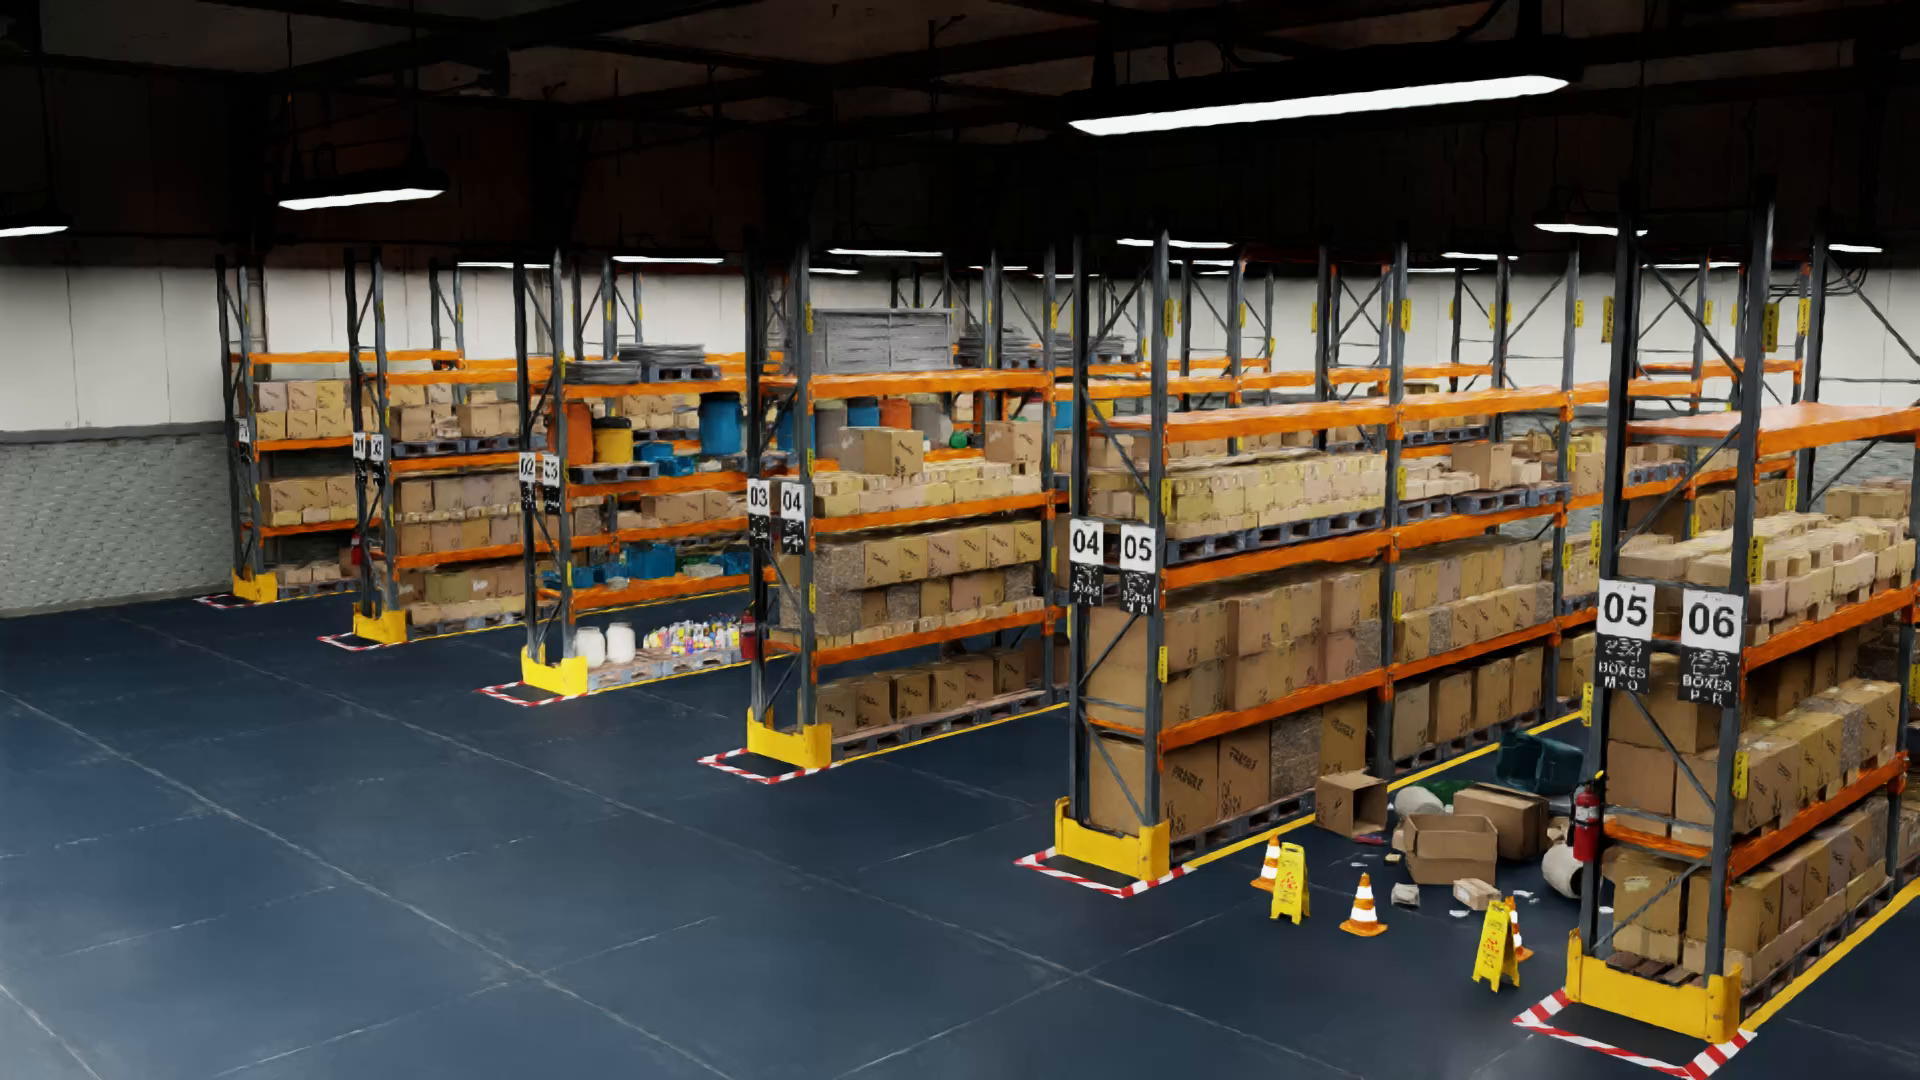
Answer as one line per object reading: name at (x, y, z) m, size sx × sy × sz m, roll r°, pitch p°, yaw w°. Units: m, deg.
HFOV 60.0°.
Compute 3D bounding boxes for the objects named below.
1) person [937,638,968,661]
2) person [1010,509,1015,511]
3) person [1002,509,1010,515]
person at (-0.188, 1.110, 22.837) m, size 1.101 × 1.644 × 0.544 m, roll -7°, pitch 11°, yaw -41°
person at (1.020, -1.522, 41.302) m, size 0.691 × 1.661 × 0.564 m, roll -1°, pitch 8°, yaw -8°
person at (0.852, -0.262, 32.352) m, size 0.389 × 1.676 × 0.557 m, roll 3°, pitch 9°, yaw 23°
